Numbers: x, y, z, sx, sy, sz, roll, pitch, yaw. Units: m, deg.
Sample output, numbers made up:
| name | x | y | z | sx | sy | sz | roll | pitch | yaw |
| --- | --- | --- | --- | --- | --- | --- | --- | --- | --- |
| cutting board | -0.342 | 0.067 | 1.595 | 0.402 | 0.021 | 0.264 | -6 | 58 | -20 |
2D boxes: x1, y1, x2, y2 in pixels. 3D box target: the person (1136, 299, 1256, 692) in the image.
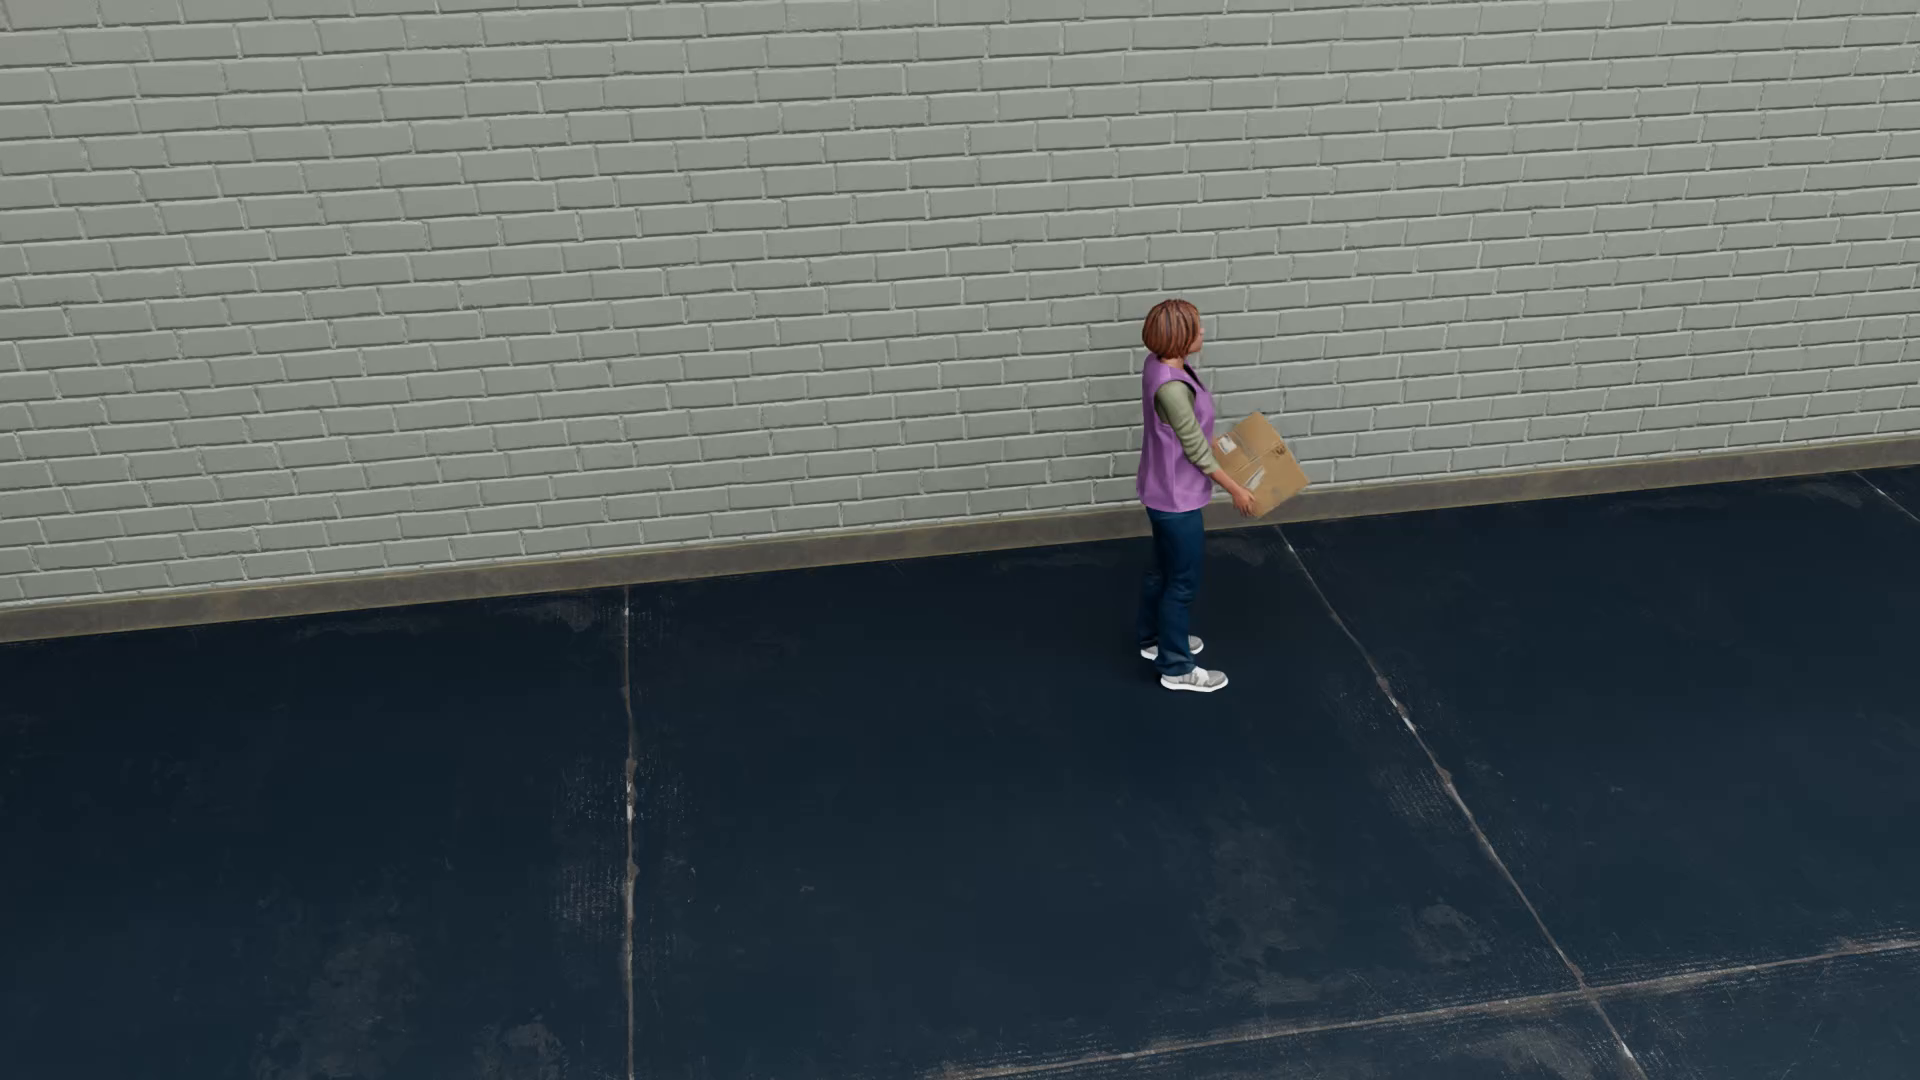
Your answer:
| name | x | y | z | sx | sy | sz | roll | pitch | yaw |
| --- | --- | --- | --- | --- | --- | --- | --- | --- | --- |
| person | 0.899 | -0.178 | 6.431 | 0.458 | 1.601 | 0.425 | 0 | 31 | 0 |
